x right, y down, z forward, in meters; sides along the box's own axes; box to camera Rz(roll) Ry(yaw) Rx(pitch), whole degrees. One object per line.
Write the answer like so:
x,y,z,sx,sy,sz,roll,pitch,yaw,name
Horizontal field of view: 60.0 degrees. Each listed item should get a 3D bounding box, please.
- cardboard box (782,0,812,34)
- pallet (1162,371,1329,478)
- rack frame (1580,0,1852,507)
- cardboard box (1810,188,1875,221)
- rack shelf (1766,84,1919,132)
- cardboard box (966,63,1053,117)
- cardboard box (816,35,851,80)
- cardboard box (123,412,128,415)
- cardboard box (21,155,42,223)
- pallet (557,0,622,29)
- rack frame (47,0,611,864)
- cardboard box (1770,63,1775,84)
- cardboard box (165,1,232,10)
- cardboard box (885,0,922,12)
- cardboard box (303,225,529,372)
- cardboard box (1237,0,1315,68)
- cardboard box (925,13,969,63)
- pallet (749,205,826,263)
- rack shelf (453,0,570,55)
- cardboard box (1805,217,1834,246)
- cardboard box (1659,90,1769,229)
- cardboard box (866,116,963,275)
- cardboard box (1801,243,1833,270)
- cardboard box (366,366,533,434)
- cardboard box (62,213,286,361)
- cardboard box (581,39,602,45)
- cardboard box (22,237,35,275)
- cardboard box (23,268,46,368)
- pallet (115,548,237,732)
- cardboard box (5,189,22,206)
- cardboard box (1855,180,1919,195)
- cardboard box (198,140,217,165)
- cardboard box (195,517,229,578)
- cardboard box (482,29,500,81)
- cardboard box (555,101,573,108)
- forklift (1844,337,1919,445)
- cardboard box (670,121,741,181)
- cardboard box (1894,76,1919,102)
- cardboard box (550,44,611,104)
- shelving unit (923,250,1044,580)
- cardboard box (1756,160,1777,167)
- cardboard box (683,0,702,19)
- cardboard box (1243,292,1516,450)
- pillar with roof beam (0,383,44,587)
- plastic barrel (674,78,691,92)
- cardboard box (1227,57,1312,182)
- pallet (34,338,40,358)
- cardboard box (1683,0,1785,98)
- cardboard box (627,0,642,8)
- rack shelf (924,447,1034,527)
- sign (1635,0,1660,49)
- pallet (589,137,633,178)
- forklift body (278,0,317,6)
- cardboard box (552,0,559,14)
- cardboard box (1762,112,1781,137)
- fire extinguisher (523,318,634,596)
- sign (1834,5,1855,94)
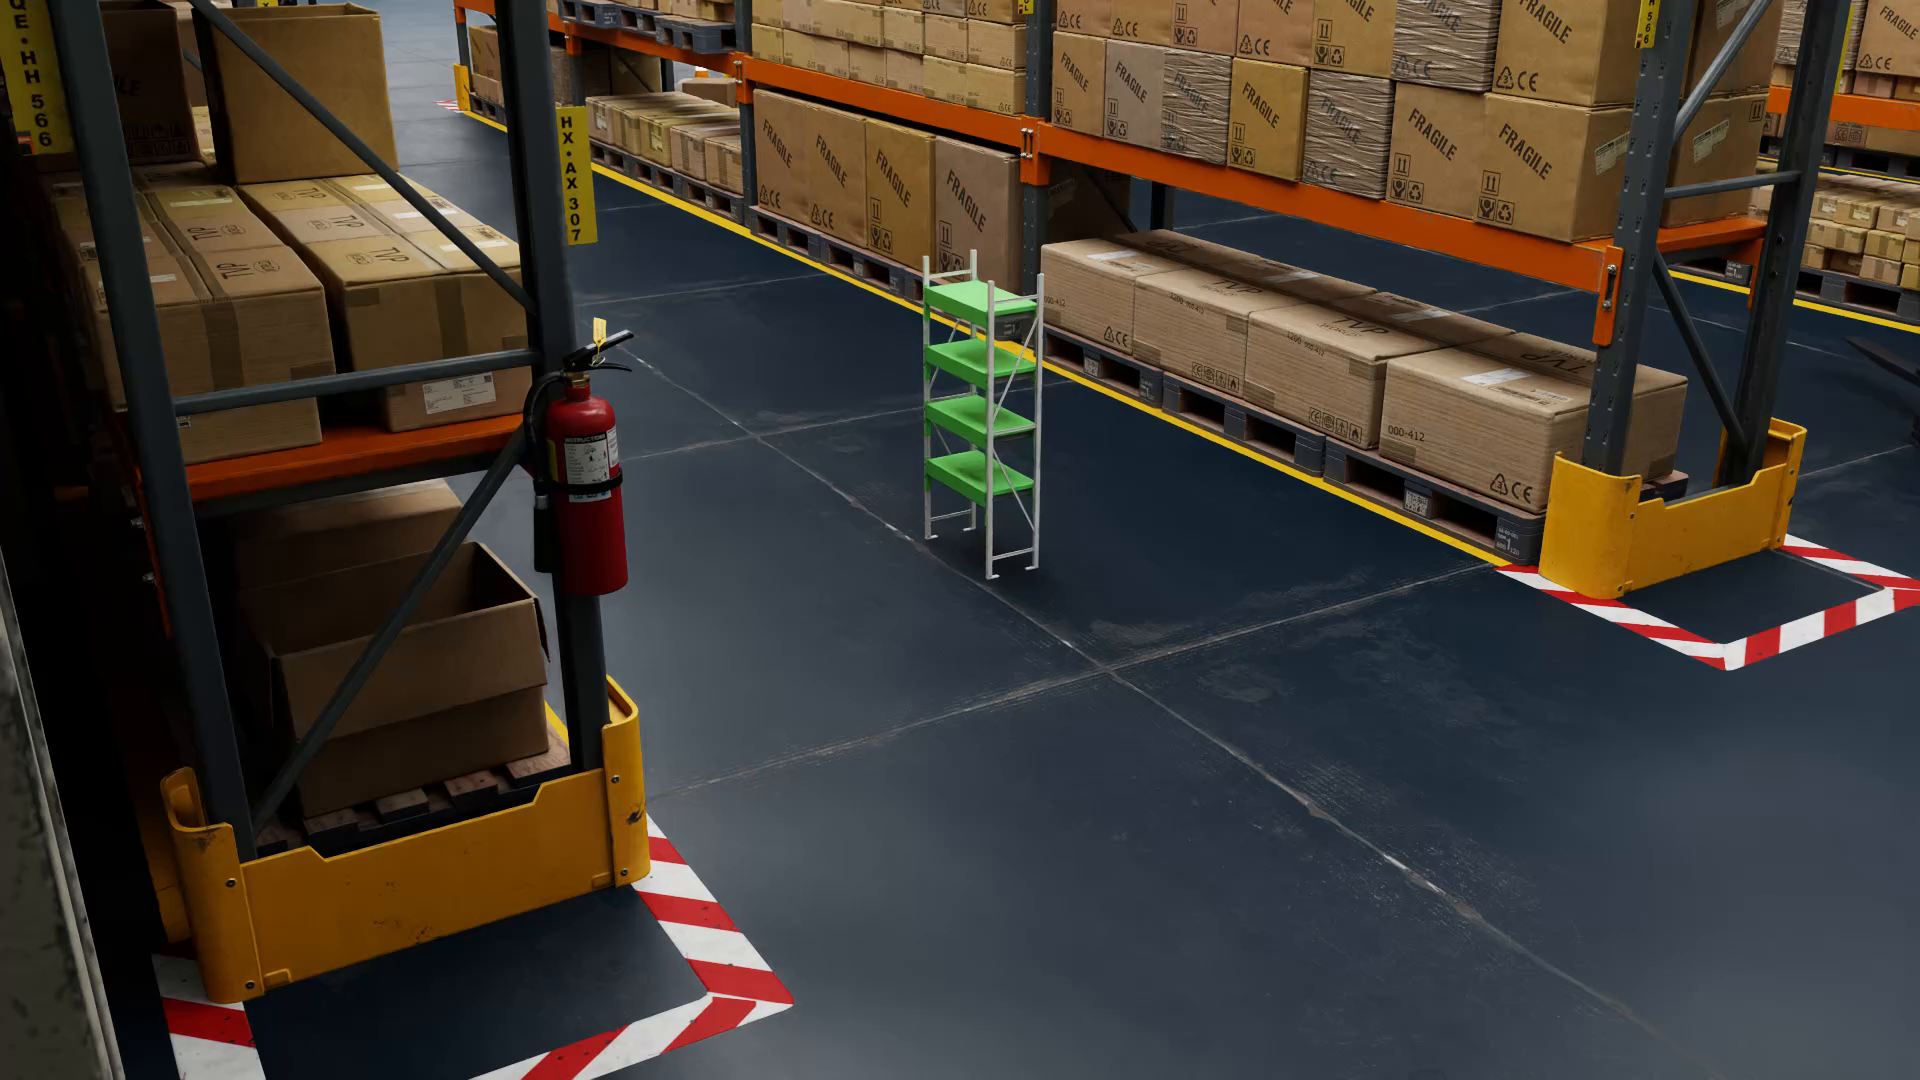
-0.911,-3.697,11.629,0.500,0.250,0.500,-12,25,-27,cardboard box
1.771,-0.670,8.352,1.003,0.211,1.213,-13,25,-28,pallet
2.866,-1.324,6.257,1.000,3.000,0.127,-13,25,-28,rack frame
5.708,-2.178,10.797,0.380,0.149,0.250,-14,26,-30,cardboard box
6.048,-2.623,10.408,1.077,0.370,4.000,-13,25,-28,rack shelf
0.376,-2.646,9.708,0.500,0.250,0.500,-13,26,-29,cardboard box
-0.647,-3.303,11.326,0.500,0.250,0.500,-12,25,-27,cardboard box
-2.085,-0.470,4.491,0.380,0.149,0.250,-13,26,-30,cardboard box
-3.160,-1.358,6.144,0.500,0.250,0.500,-13,25,-29,cardboard box
-2.999,-4.844,15.172,1.003,0.211,1.213,-13,25,-28,pallet
-1.400,-0.368,3.905,1.000,3.000,0.127,-13,25,-28,rack frame
5.401,-3.098,10.955,0.380,0.149,0.250,-14,26,-31,cardboard box
-3.762,-2.271,7.896,0.700,0.500,0.500,-12,25,-28,cardboard box
-0.135,-3.558,10.294,0.500,0.500,0.500,-12,25,-27,cardboard box
-1.400,-0.635,4.366,0.500,0.250,0.500,-12,25,-28,cardboard box
1.617,-2.431,7.520,0.500,0.500,0.500,-13,25,-29,cardboard box
0.126,-3.037,10.007,0.500,0.250,0.500,-12,25,-27,cardboard box
-0.883,-2.352,12.489,1.003,0.211,1.213,-13,25,-28,pallet
-4.286,-5.522,17.542,1.077,0.370,4.000,-13,25,-28,rack shelf
5.628,-2.024,10.813,0.380,0.149,0.250,-13,25,-29,cardboard box
2.867,-1.581,6.756,0.500,0.500,0.500,-13,25,-29,cardboard box
-0.031,-2.305,10.935,0.875,0.875,0.875,-12,25,-27,cardboard box
5.634,-1.885,10.867,0.380,0.149,0.250,-13,26,-30,cardboard box
-1.332,-0.411,4.344,0.380,0.149,0.250,-13,25,-29,cardboard box
-2.125,-0.701,4.529,0.500,0.250,0.500,-13,25,-28,cardboard box
-3.617,-4.890,17.129,0.500,0.500,0.500,-11,25,-26,cardboard box
-4.577,-1.474,8.527,0.380,0.149,0.250,-12,25,-27,cardboard box
-4.463,-1.135,8.555,0.500,0.500,0.500,-14,26,-31,cardboard box
-2.466,0.247,6.095,1.003,0.211,1.213,-13,25,-28,pallet
-5.375,-1.975,9.758,0.380,0.149,0.250,-12,25,-27,cardboard box
6.161,-2.280,11.047,0.380,0.149,0.250,-14,26,-30,cardboard box
-2.461,-1.290,5.977,0.500,0.250,0.500,-13,25,-29,cardboard box
-2.564,-0.241,6.354,0.700,0.500,0.500,-14,26,-30,cardboard box
-4.850,-5.281,18.090,0.500,0.500,0.500,-14,26,-30,cardboard box
-3.797,-4.269,16.596,0.500,0.250,0.500,-11,25,-26,cardboard box
5.209,-1.697,7.267,1.130,2.935,3.031,0,22,-1,forklift
-1.885,-3.313,14.082,0.950,0.372,0.625,-13,26,-29,cardboard box
5.928,-2.760,10.124,0.380,0.149,0.250,-12,25,-27,cardboard box
-3.797,-4.616,16.455,0.500,0.500,0.500,-13,25,-29,cardboard box
0.085,-0.502,6.626,0.258,1.200,0.503,-13,25,-28,shelving unit
5.596,-2.613,11.866,0.380,0.149,0.250,-12,25,-28,cardboard box
-1.957,-4.198,13.105,0.380,0.149,0.250,-13,25,-29,cardboard box
1.968,-0.820,7.863,0.875,0.438,0.875,-12,25,-27,cardboard box
-0.161,-4.871,7.017,9.100,9.000,0.400,-13,25,-28,pillar with roof beam
-2.951,-4.932,18.556,0.512,0.421,0.421,4,22,9,plastic barrel
1.602,-1.970,7.714,0.500,0.500,0.500,-12,25,-27,cardboard box
-5.137,-1.417,10.189,1.003,0.211,1.213,-13,25,-28,pallet
2.865,-2.043,6.567,0.500,0.500,0.500,-13,26,-29,cardboard box
-2.612,-4.620,14.141,0.380,0.149,0.250,-12,25,-26,cardboard box
0.085,-0.221,6.740,0.258,0.148,0.480,-13,25,-28,rack shelf
2.392,-1.870,5.748,0.100,0.325,0.005,-13,25,-28,sign
-2.865,-3.665,15.719,1.003,0.211,1.213,-13,25,-28,pallet
-7.036,-4.891,16.160,2.313,2.155,1.214,-13,25,-28,forklift body
-3.690,-5.137,15.973,0.380,0.149,0.250,-13,25,-29,cardboard box
8.082,-4.512,16.365,1.225,0.875,0.875,-13,25,-28,cardboard box
-0.927,-0.201,4.091,0.296,0.674,0.183,-13,25,-28,fire extinguisher
3.346,-1.866,6.337,0.100,0.325,0.005,-13,25,-28,sign
